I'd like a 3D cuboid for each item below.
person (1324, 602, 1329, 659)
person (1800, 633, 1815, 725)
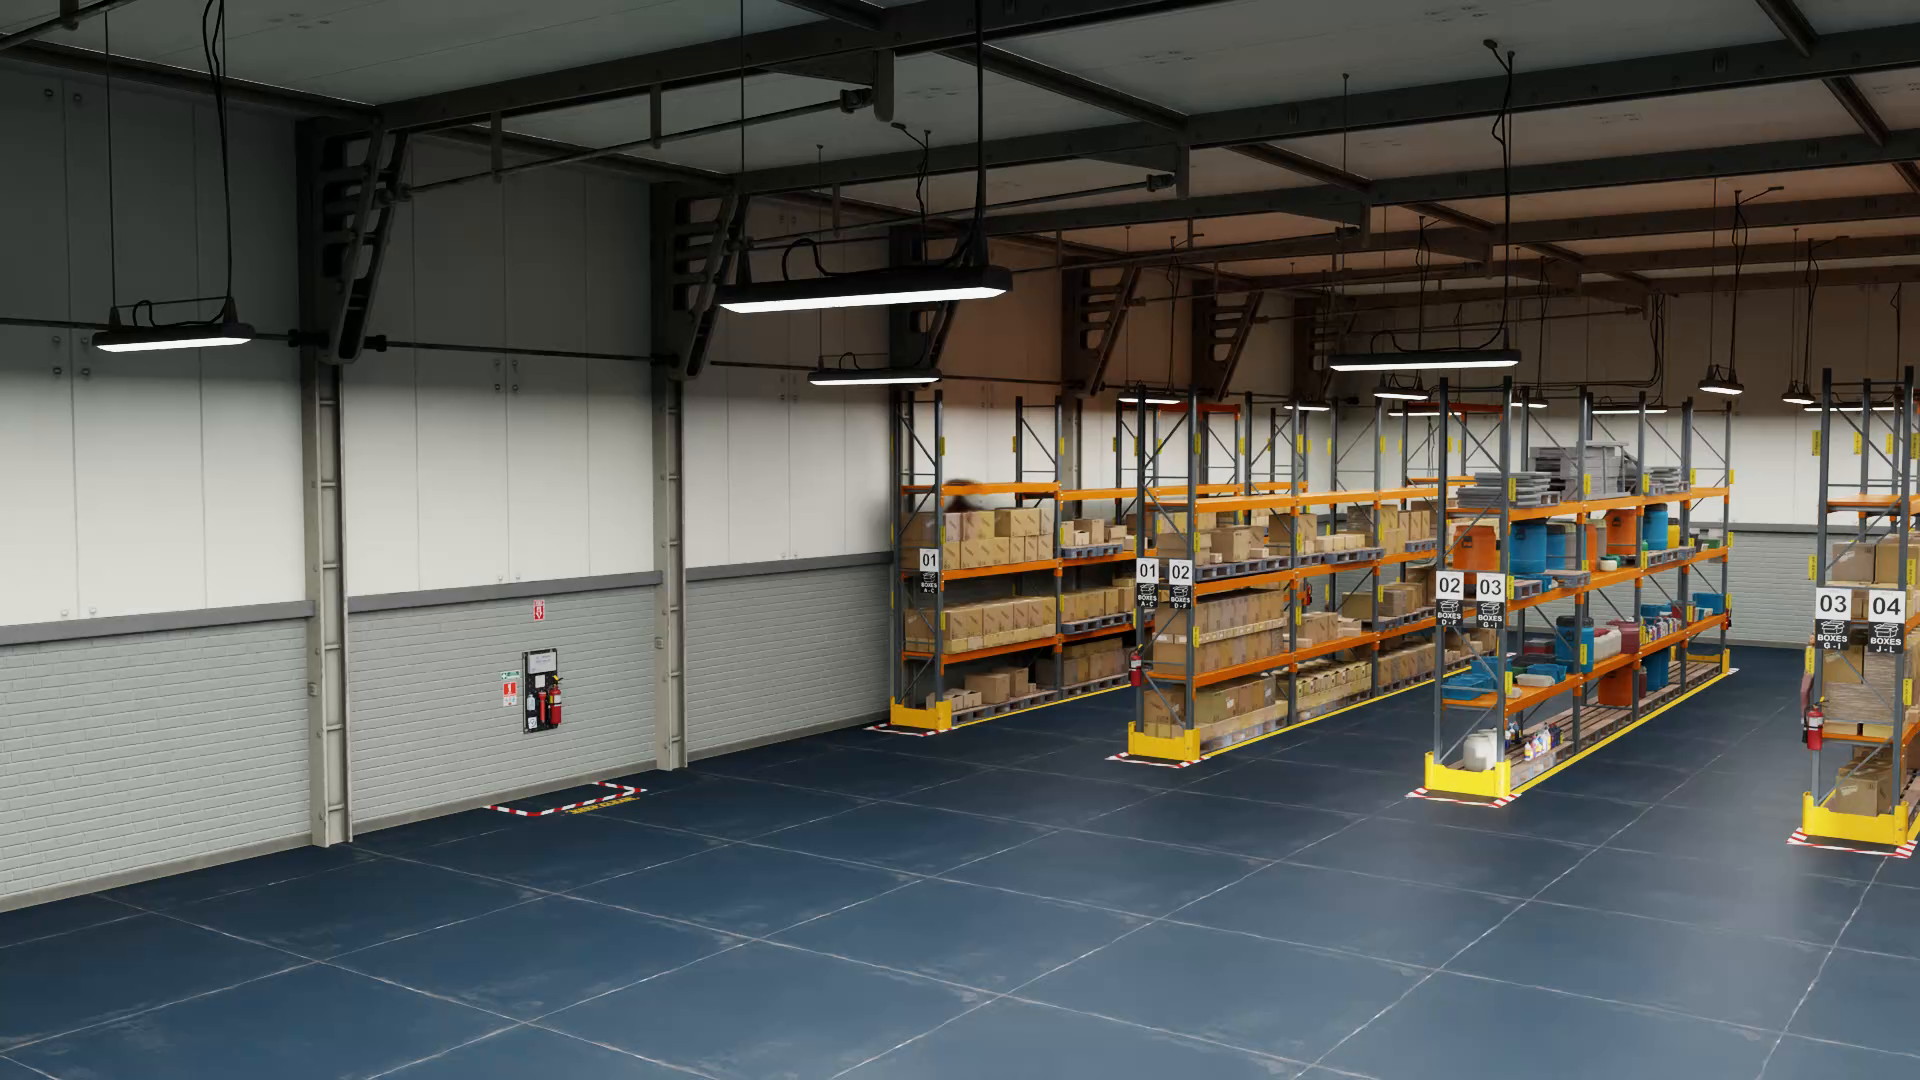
[{"bbox_3d":[8.050,2.155,36.276,0.338,1.605,0.495,1,3,22],"label":"person"},{"bbox_3d":[15.548,2.495,30.209,0.438,1.648,0.982,2,4,35],"label":"person"}]
